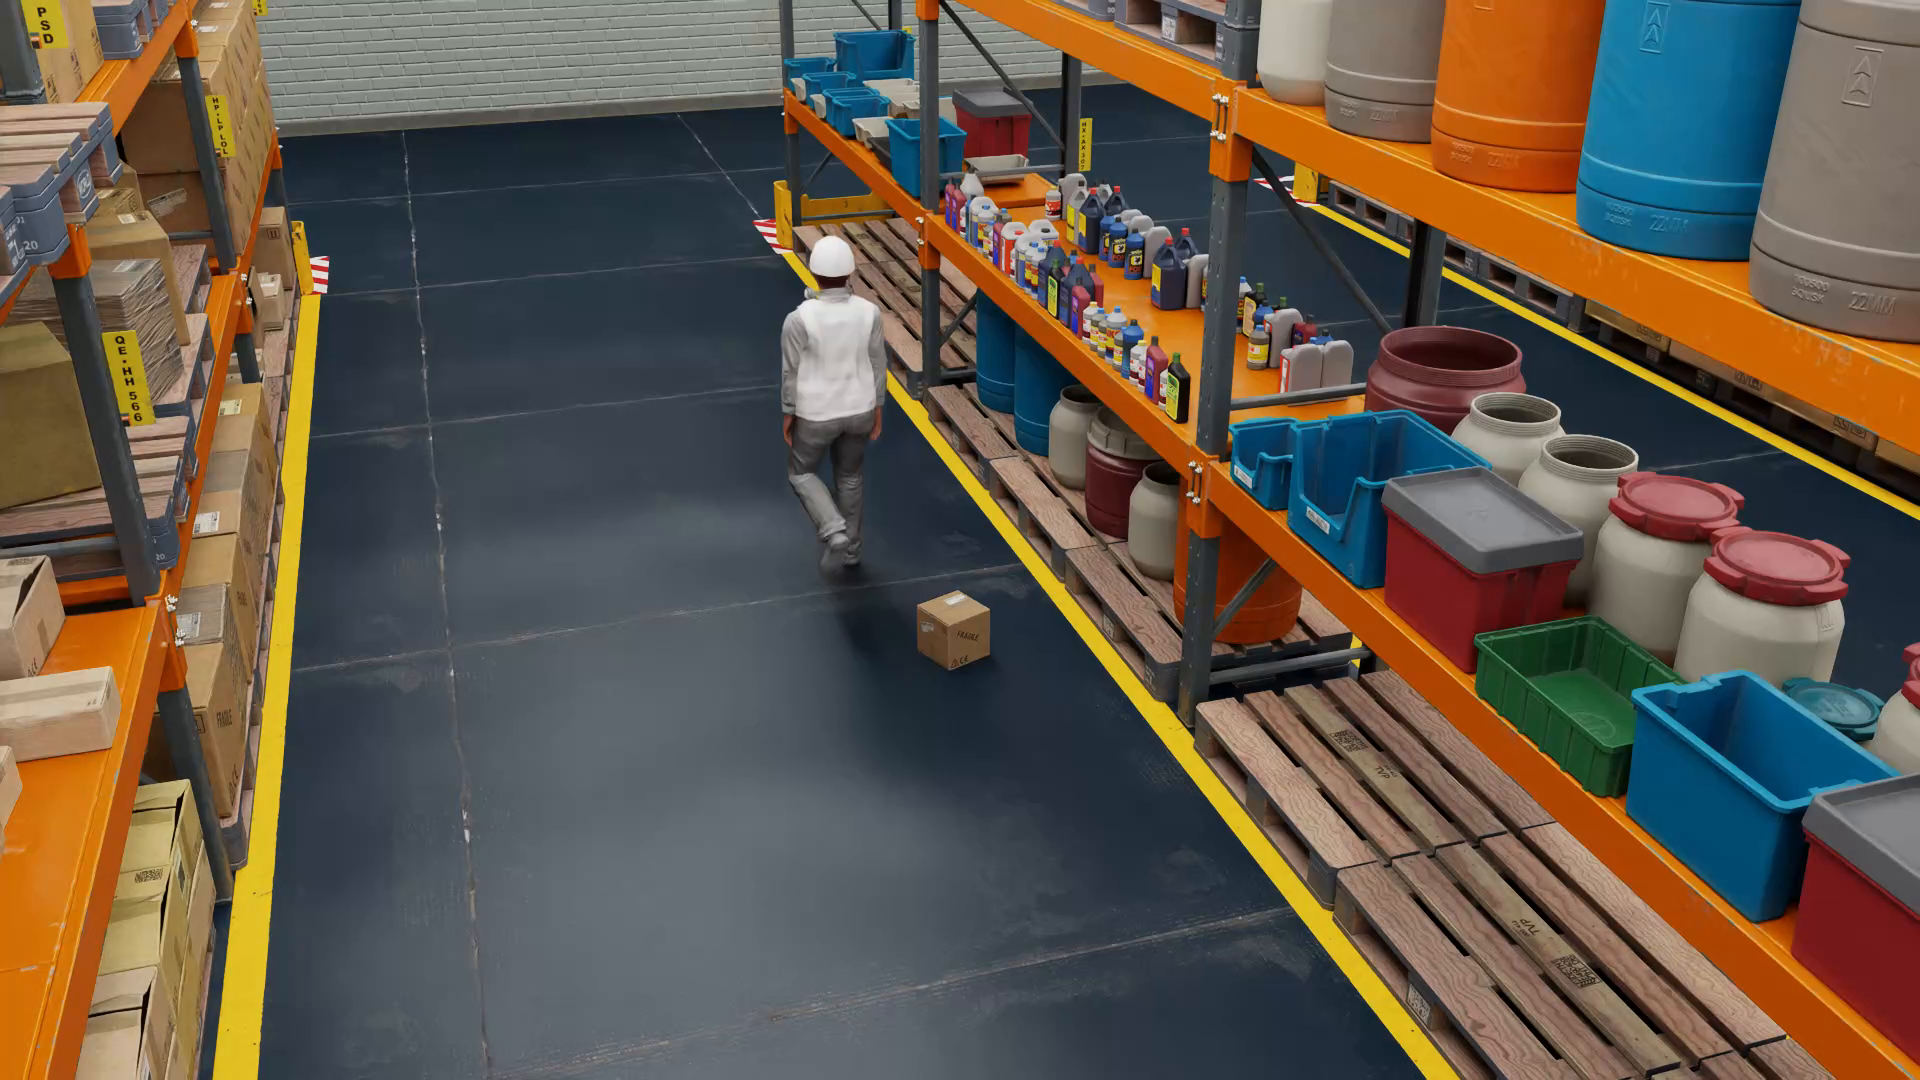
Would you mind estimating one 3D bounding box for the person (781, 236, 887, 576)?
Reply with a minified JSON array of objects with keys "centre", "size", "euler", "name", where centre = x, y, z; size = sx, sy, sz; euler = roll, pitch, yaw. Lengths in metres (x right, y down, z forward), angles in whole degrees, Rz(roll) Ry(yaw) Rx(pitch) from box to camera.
[{"centre":[-0.625,-0.654,8.357],"size":[0.546,1.761,0.553],"euler":[-11,28,-21],"name":"person"}]
